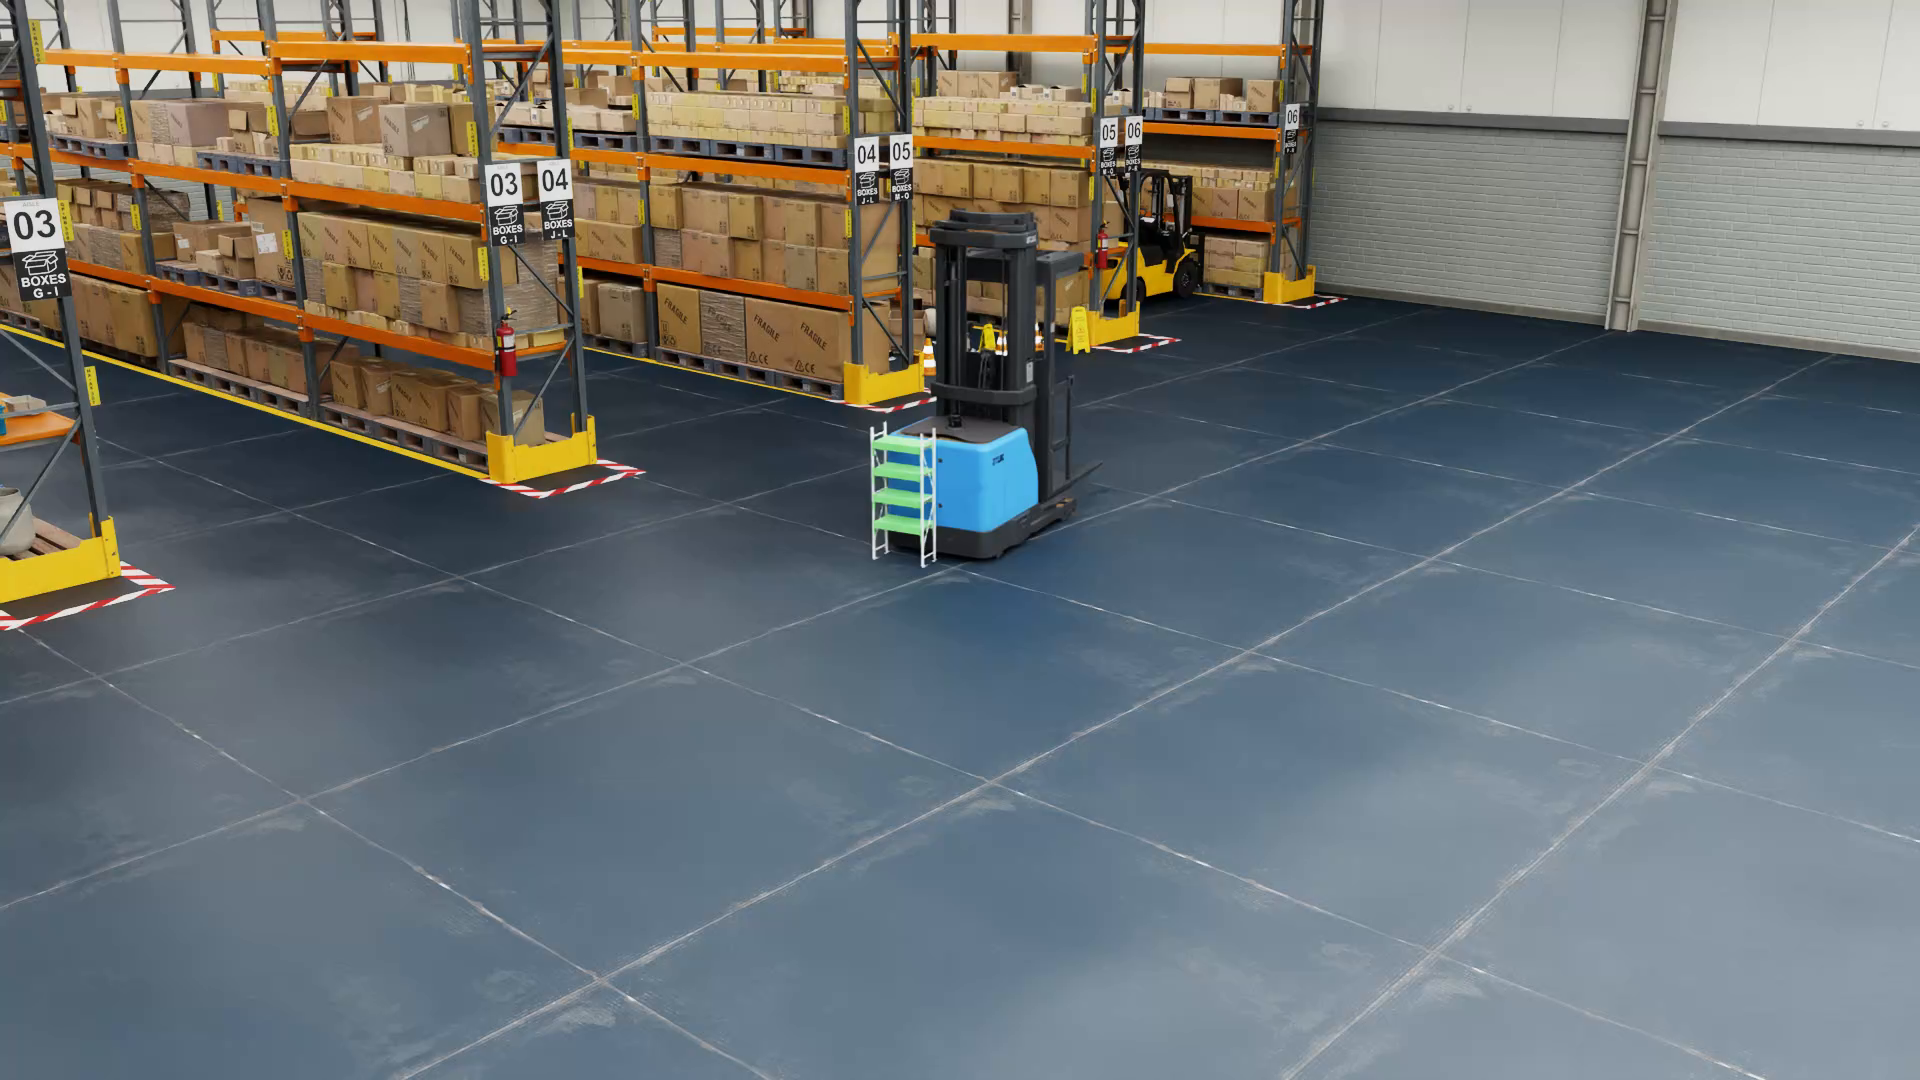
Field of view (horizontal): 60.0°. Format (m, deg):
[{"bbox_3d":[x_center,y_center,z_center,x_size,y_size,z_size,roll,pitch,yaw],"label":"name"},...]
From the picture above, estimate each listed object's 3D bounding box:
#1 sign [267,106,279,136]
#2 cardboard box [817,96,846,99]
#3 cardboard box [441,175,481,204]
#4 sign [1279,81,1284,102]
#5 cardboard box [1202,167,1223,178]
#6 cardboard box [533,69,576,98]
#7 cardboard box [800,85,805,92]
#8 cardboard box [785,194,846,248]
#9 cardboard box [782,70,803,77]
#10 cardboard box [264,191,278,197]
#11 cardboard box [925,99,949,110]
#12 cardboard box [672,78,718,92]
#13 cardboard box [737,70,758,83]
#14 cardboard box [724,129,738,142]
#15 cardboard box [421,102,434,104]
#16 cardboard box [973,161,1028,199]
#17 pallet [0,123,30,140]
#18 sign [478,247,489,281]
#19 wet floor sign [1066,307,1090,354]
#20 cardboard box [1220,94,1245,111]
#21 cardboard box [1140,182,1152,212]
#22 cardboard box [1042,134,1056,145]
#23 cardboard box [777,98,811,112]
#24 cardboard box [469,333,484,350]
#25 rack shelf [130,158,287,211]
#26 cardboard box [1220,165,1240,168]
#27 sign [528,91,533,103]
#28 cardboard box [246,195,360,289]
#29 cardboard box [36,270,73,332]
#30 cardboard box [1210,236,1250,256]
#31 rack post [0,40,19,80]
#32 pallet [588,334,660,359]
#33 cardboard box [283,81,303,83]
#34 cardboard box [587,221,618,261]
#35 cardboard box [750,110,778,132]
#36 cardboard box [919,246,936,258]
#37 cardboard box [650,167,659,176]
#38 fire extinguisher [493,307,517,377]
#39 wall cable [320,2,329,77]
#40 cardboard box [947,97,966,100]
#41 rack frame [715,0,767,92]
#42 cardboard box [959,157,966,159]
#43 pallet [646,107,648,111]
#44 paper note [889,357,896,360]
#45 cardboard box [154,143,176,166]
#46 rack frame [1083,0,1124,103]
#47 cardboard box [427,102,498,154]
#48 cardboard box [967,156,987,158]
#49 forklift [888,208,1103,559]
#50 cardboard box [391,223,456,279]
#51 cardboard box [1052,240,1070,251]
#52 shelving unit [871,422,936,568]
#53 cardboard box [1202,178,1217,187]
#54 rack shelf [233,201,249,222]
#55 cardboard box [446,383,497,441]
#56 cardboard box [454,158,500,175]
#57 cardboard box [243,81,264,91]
[{"bbox_3d":[-7.690,-4.690,18.606,0.005,0.325,0.100,15,23,39],"label":"sign"},{"bbox_3d":[-1.570,-5.481,20.841,0.250,0.149,0.380,15,23,40],"label":"cardboard box"},{"bbox_3d":[-4.862,-3.547,16.758,0.500,0.250,0.500,16,23,40],"label":"cardboard box"},{"bbox_3d":[5.166,-7.210,26.717,0.005,0.325,0.100,15,23,39],"label":"sign"},{"bbox_3d":[4.305,-6.221,28.165,0.250,0.149,0.380,16,23,41],"label":"cardboard box"},{"bbox_3d":[-7.760,-8.792,32.004,0.797,0.503,0.637,-16,24,-41],"label":"cardboard box"},{"bbox_3d":[-3.054,-9.244,34.017,0.250,0.149,0.380,15,23,40],"label":"cardboard box"},{"bbox_3d":[-1.689,-4.011,20.896,0.550,0.550,0.875,15,23,39],"label":"cardboard box"},{"bbox_3d":[-3.445,-9.683,34.221,0.258,0.266,0.396,15,23,39],"label":"cardboard box"},{"bbox_3d":[-12.004,-6.298,29.479,0.500,0.500,0.500,15,23,40],"label":"cardboard box"},{"bbox_3d":[-0.322,-6.647,25.375,0.250,0.149,0.380,14,22,38],"label":"cardboard box"},{"bbox_3d":[-4.605,-7.831,29.150,0.500,0.500,0.700,14,22,37],"label":"cardboard box"},{"bbox_3d":[-4.361,-9.810,35.174,0.500,0.250,0.500,15,23,38],"label":"cardboard box"},{"bbox_3d":[-2.772,-5.157,21.138,0.250,0.149,0.380,15,23,40],"label":"cardboard box"},{"bbox_3d":[-7.927,-6.490,25.617,0.500,0.500,0.500,15,23,39],"label":"cardboard box"},{"bbox_3d":[0.614,-5.425,25.075,0.500,0.500,0.700,15,23,39],"label":"cardboard box"},{"bbox_3d":[-13.913,-6.113,24.742,1.213,0.211,1.003,15,23,39],"label":"pallet"},{"bbox_3d":[-4.716,-2.731,16.459,0.005,0.325,0.100,15,23,39],"label":"sign"},{"bbox_3d":[1.677,-2.989,23.603,0.267,0.644,0.232,-9,20,-27],"label":"wet floor sign"},{"bbox_3d":[4.526,-7.278,27.627,0.258,0.266,0.396,15,23,39],"label":"cardboard box"},{"bbox_3d":[3.484,-6.016,29.082,0.500,0.500,0.500,15,23,39],"label":"cardboard box"},{"bbox_3d":[1.408,-5.814,24.067,0.250,0.149,0.380,16,24,41],"label":"cardboard box"},{"bbox_3d":[-2.014,-5.334,20.377,0.250,0.149,0.380,16,23,40],"label":"cardboard box"},{"bbox_3d":[-4.870,-2.091,17.295,0.250,0.149,0.380,15,23,39],"label":"cardboard box"},{"bbox_3d":[-8.821,-4.441,20.516,4.000,0.370,1.077,15,23,39],"label":"rack shelf"},{"bbox_3d":[4.658,-6.340,28.540,0.250,0.149,0.380,16,24,41],"label":"cardboard box"},{"bbox_3d":[-6.574,-6.696,25.445,0.005,0.325,0.100,15,23,39],"label":"sign"},{"bbox_3d":[-7.826,-3.630,20.044,1.000,1.000,1.000,15,23,40],"label":"cardboard box"},{"bbox_3d":[-12.816,-3.623,24.524,0.875,0.875,1.225,15,23,39],"label":"cardboard box"},{"bbox_3d":[4.600,-5.005,28.260,0.500,0.250,0.500,16,23,40],"label":"cardboard box"},{"bbox_3d":[-8.101,-3.831,13.271,0.937,0.300,0.954,-15,23,-40],"label":"rack post"},{"bbox_3d":[-4.584,-2.864,23.924,1.213,0.211,1.003,15,23,39],"label":"pallet"},{"bbox_3d":[-11.758,-8.034,29.411,0.250,0.149,0.380,14,23,38],"label":"cardboard box"},{"bbox_3d":[-4.902,-4.248,23.512,0.500,0.500,0.500,15,23,39],"label":"cardboard box"},{"bbox_3d":[-2.265,-5.236,20.728,0.500,0.250,0.500,15,23,39],"label":"cardboard box"},{"bbox_3d":[-0.431,-4.533,26.114,0.250,0.149,0.380,15,23,40],"label":"cardboard box"},{"bbox_3d":[-5.429,-6.873,30.128,0.500,0.500,0.500,15,23,38],"label":"cardboard box"},{"bbox_3d":[-4.553,-1.986,16.676,0.183,0.674,0.296,15,23,39],"label":"fire extinguisher"},{"bbox_3d":[-14.164,-11.542,36.743,0.029,3.000,0.463,15,23,39],"label":"wall cable"},{"bbox_3d":[0.016,-6.763,25.741,0.250,0.149,0.380,16,23,41],"label":"cardboard box"},{"bbox_3d":[-3.739,-8.858,28.284,0.127,3.000,1.000,15,23,39],"label":"rack frame"},{"bbox_3d":[0.006,-7.249,31.895,0.250,0.149,0.380,16,24,41],"label":"cardboard box"},{"bbox_3d":[-5.094,-7.679,29.841,1.213,0.211,1.003,16,24,42],"label":"pallet"},{"bbox_3d":[-0.980,-2.526,23.162,0.144,0.017,0.142,-9,20,-27],"label":"paper note"},{"bbox_3d":[-9.750,-4.859,20.891,0.500,0.250,0.500,16,23,41],"label":"cardboard box"},{"bbox_3d":[2.545,-9.178,29.294,0.127,3.000,1.000,15,23,39],"label":"rack frame"},{"bbox_3d":[-5.264,-4.366,17.607,0.500,0.500,0.500,15,23,39],"label":"cardboard box"},{"bbox_3d":[0.354,-7.366,32.264,0.250,0.149,0.380,15,23,39],"label":"cardboard box"},{"bbox_3d":[0.473,-1.634,15.553,1.130,2.935,3.031,9,20,26],"label":"forklift"},{"bbox_3d":[-5.658,-3.070,17.656,0.500,0.500,0.500,15,23,39],"label":"cardboard box"},{"bbox_3d":[1.560,-4.325,24.333,0.250,0.149,0.380,15,23,39],"label":"cardboard box"},{"bbox_3d":[-0.491,-0.394,14.507,0.503,1.200,0.258,9,20,26],"label":"shelving unit"},{"bbox_3d":[4.318,-6.084,28.226,0.250,0.149,0.380,14,22,38],"label":"cardboard box"},{"bbox_3d":[-11.436,-5.720,29.503,4.000,0.370,1.077,15,23,39],"label":"rack shelf"},{"bbox_3d":[-5.259,-1.400,18.140,0.500,0.500,0.500,-11,21,-31],"label":"cardboard box"},{"bbox_3d":[-4.865,-3.762,16.775,0.250,0.149,0.380,14,22,38],"label":"cardboard box"},{"bbox_3d":[-12.326,-7.959,29.173,0.250,0.149,0.380,15,23,40],"label":"cardboard box"}]
